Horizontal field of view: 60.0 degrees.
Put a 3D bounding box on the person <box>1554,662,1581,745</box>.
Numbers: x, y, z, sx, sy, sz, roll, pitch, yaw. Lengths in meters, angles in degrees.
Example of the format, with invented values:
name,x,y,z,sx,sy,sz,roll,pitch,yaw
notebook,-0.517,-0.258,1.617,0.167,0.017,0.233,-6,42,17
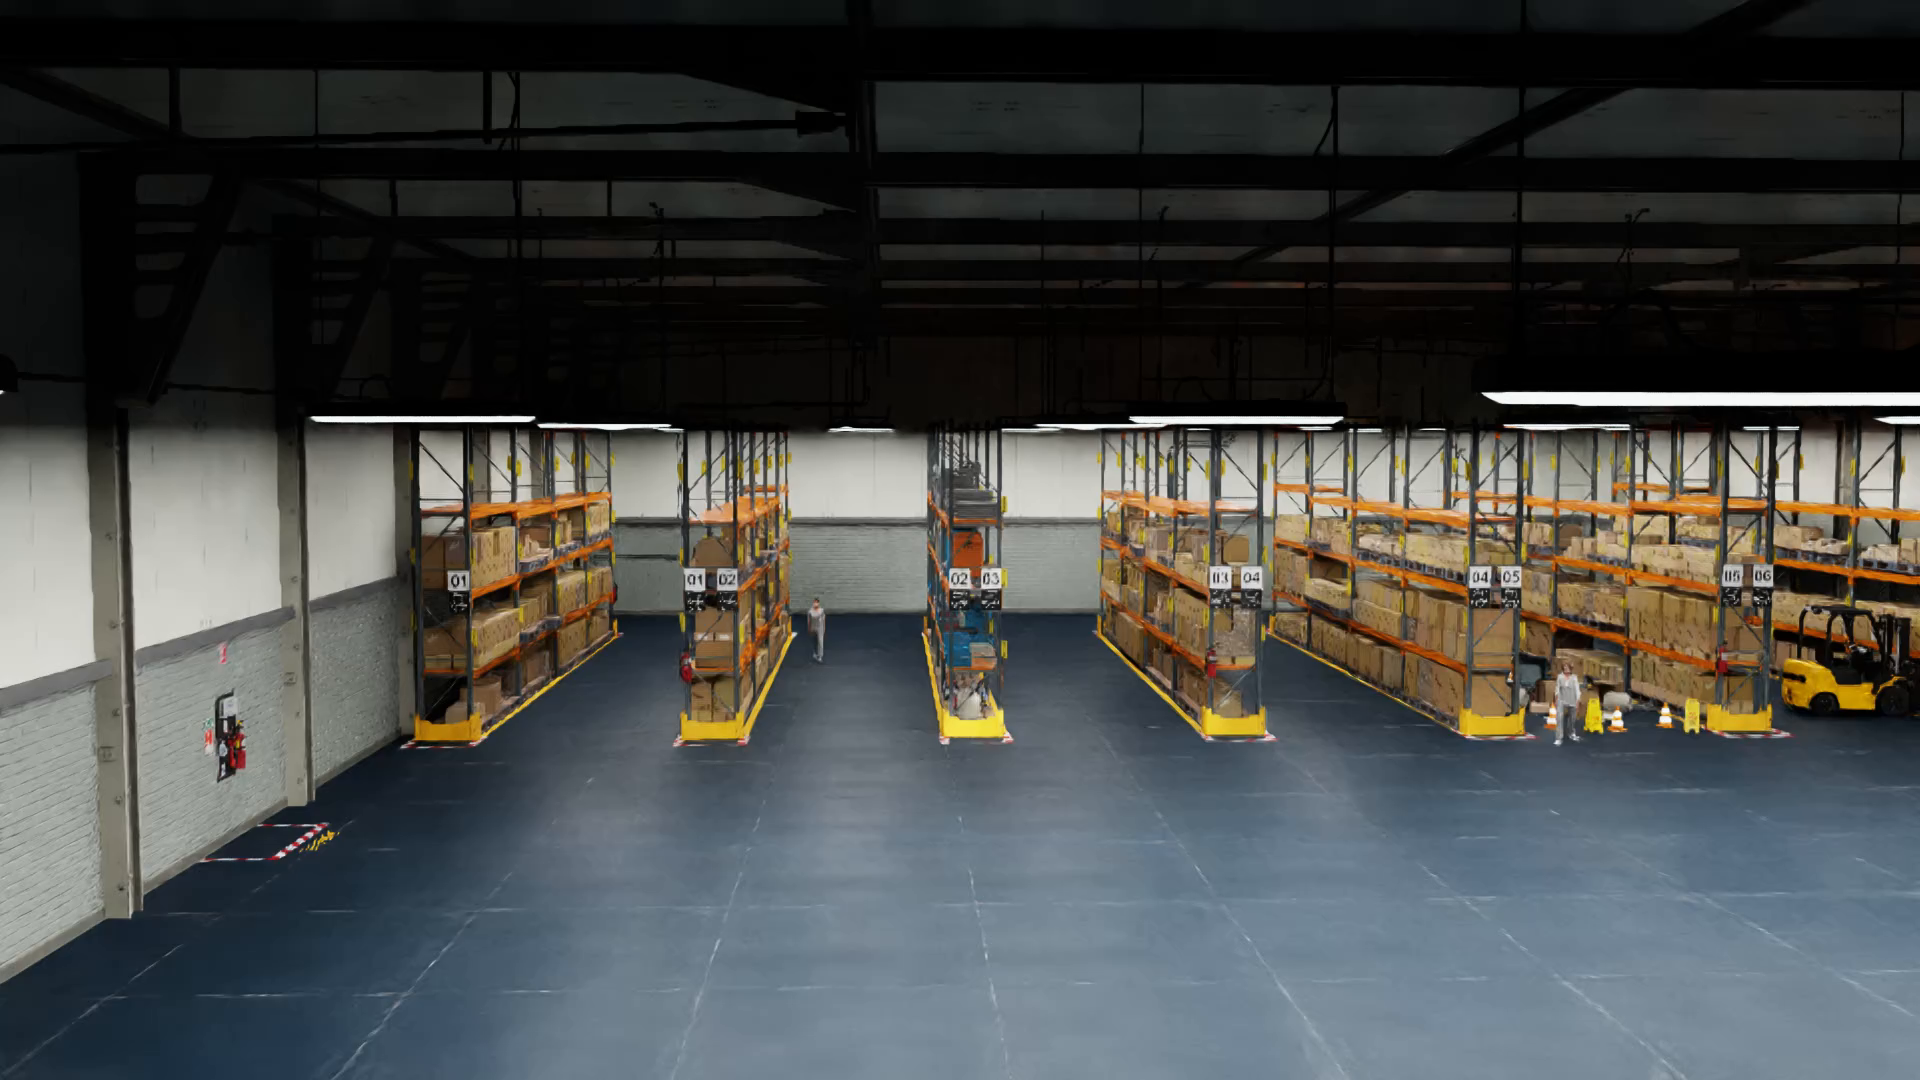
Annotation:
name,x,y,z,sx,sy,sz,roll,pitch,yaw
person,11.185,2.988,30.622,0.456,1.534,0.883,1,4,21

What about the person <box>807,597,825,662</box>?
name,x,y,z,sx,sy,sz,roll,pitch,yaw
person,-3.625,2.234,41.851,0.446,1.586,1.110,0,4,0

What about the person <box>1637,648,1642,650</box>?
name,x,y,z,sx,sy,sz,roll,pitch,yaw
person,16.396,2.314,40.020,0.467,1.677,0.497,2,4,28
